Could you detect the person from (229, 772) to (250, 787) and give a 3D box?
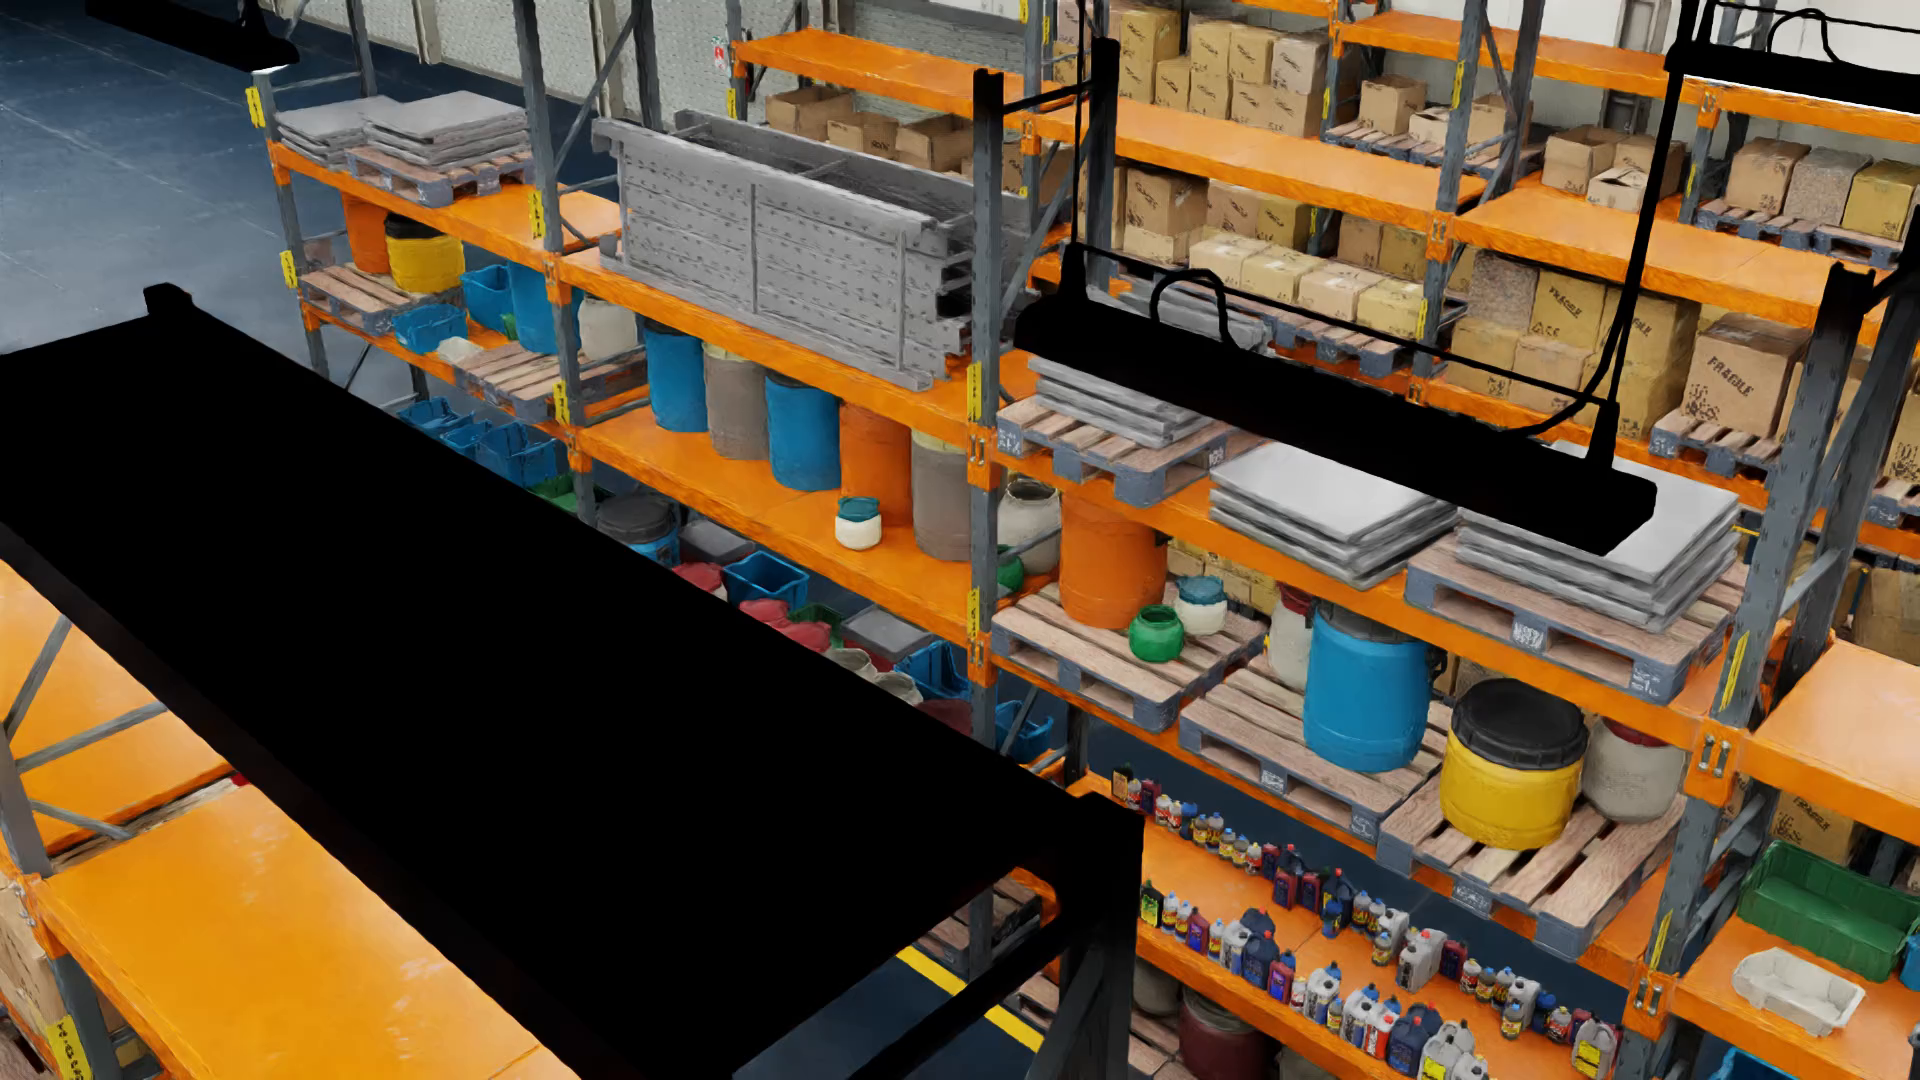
[{"bbox_3d":[-4.615,2.034,10.904,0.568,1.677,0.942,-16,33,-26],"label":"person"}]

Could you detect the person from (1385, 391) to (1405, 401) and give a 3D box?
[{"bbox_3d":[4.118,-0.754,15.737,0.550,1.782,0.636,-8,30,-14],"label":"person"}]
